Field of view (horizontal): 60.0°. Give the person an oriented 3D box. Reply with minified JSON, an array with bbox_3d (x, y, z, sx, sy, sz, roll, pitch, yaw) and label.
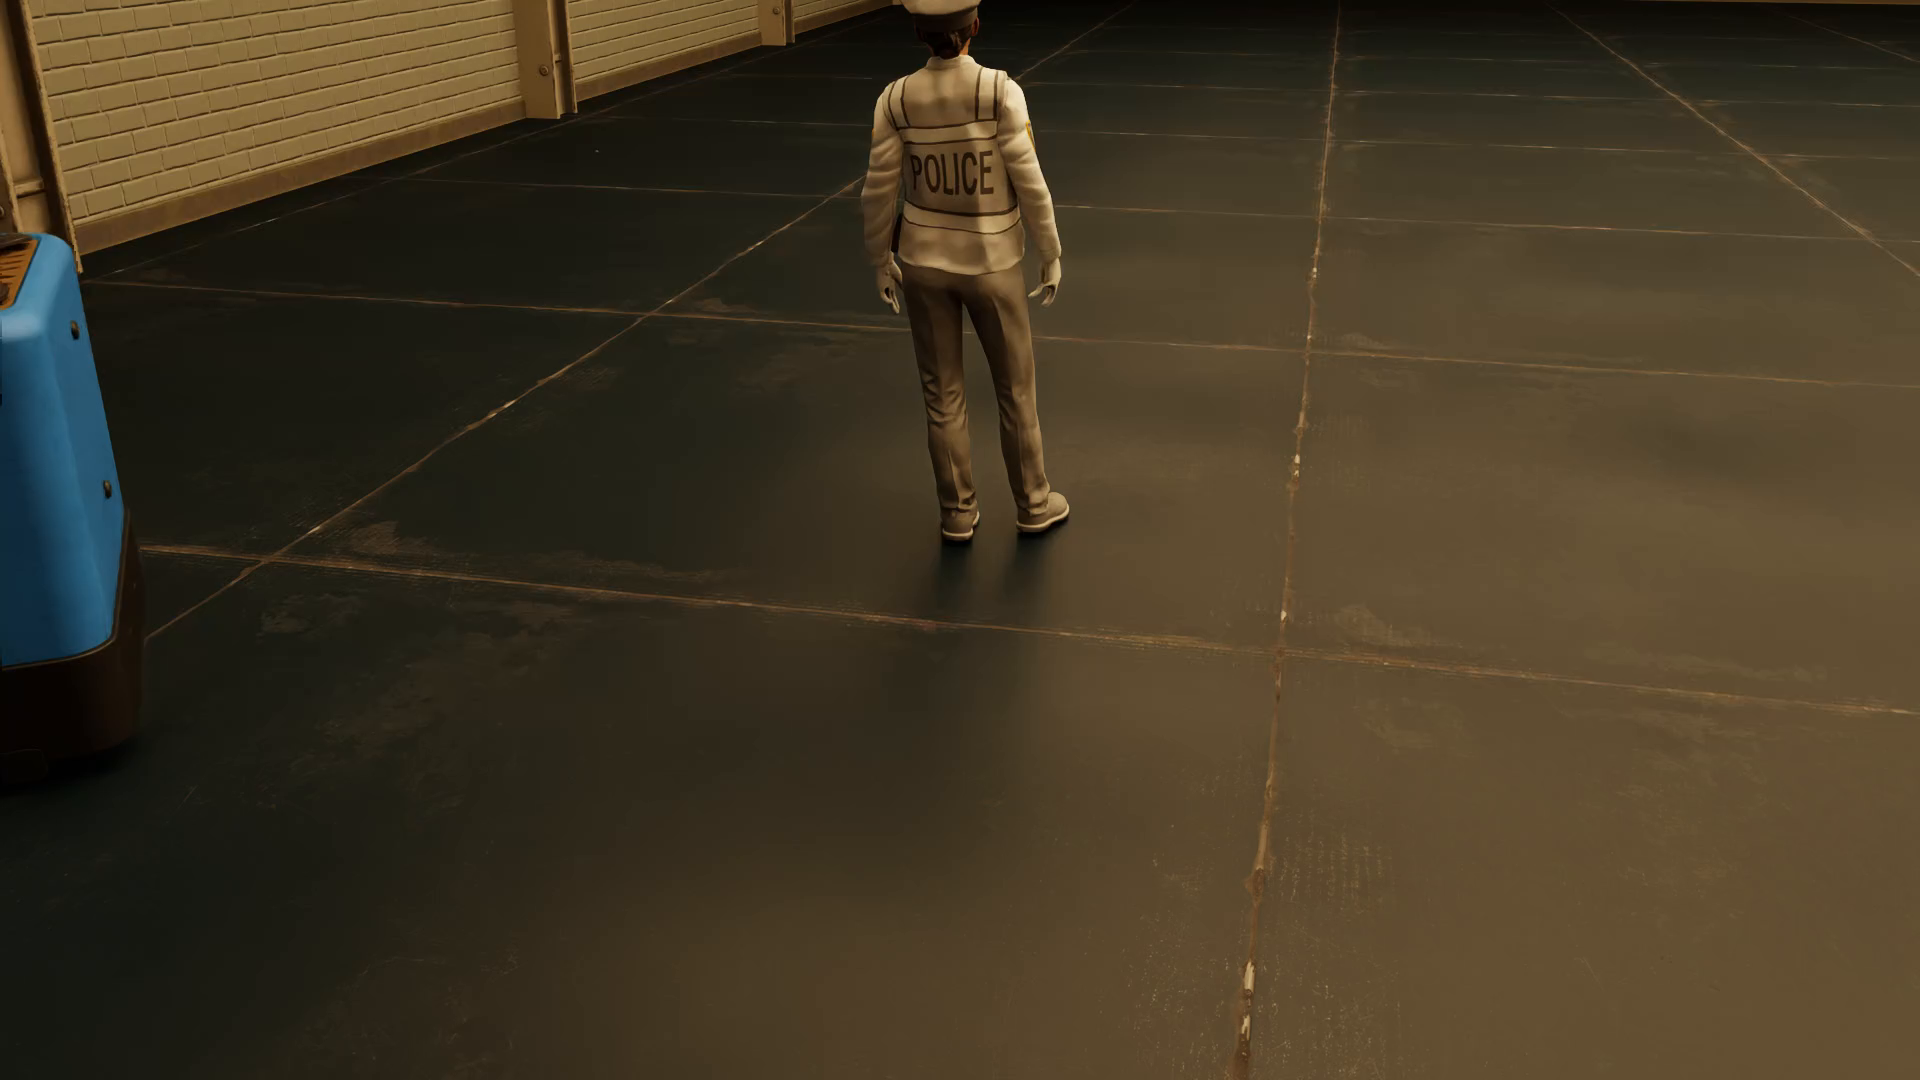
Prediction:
[{"bbox_3d":[0.022,-0.816,4.887,0.586,1.694,0.530,5,23,11],"label":"person"}]

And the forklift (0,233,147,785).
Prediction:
[{"bbox_3d":[-3.483,-0.777,3.172,3.031,2.935,1.130,-9,24,-21],"label":"forklift"}]
